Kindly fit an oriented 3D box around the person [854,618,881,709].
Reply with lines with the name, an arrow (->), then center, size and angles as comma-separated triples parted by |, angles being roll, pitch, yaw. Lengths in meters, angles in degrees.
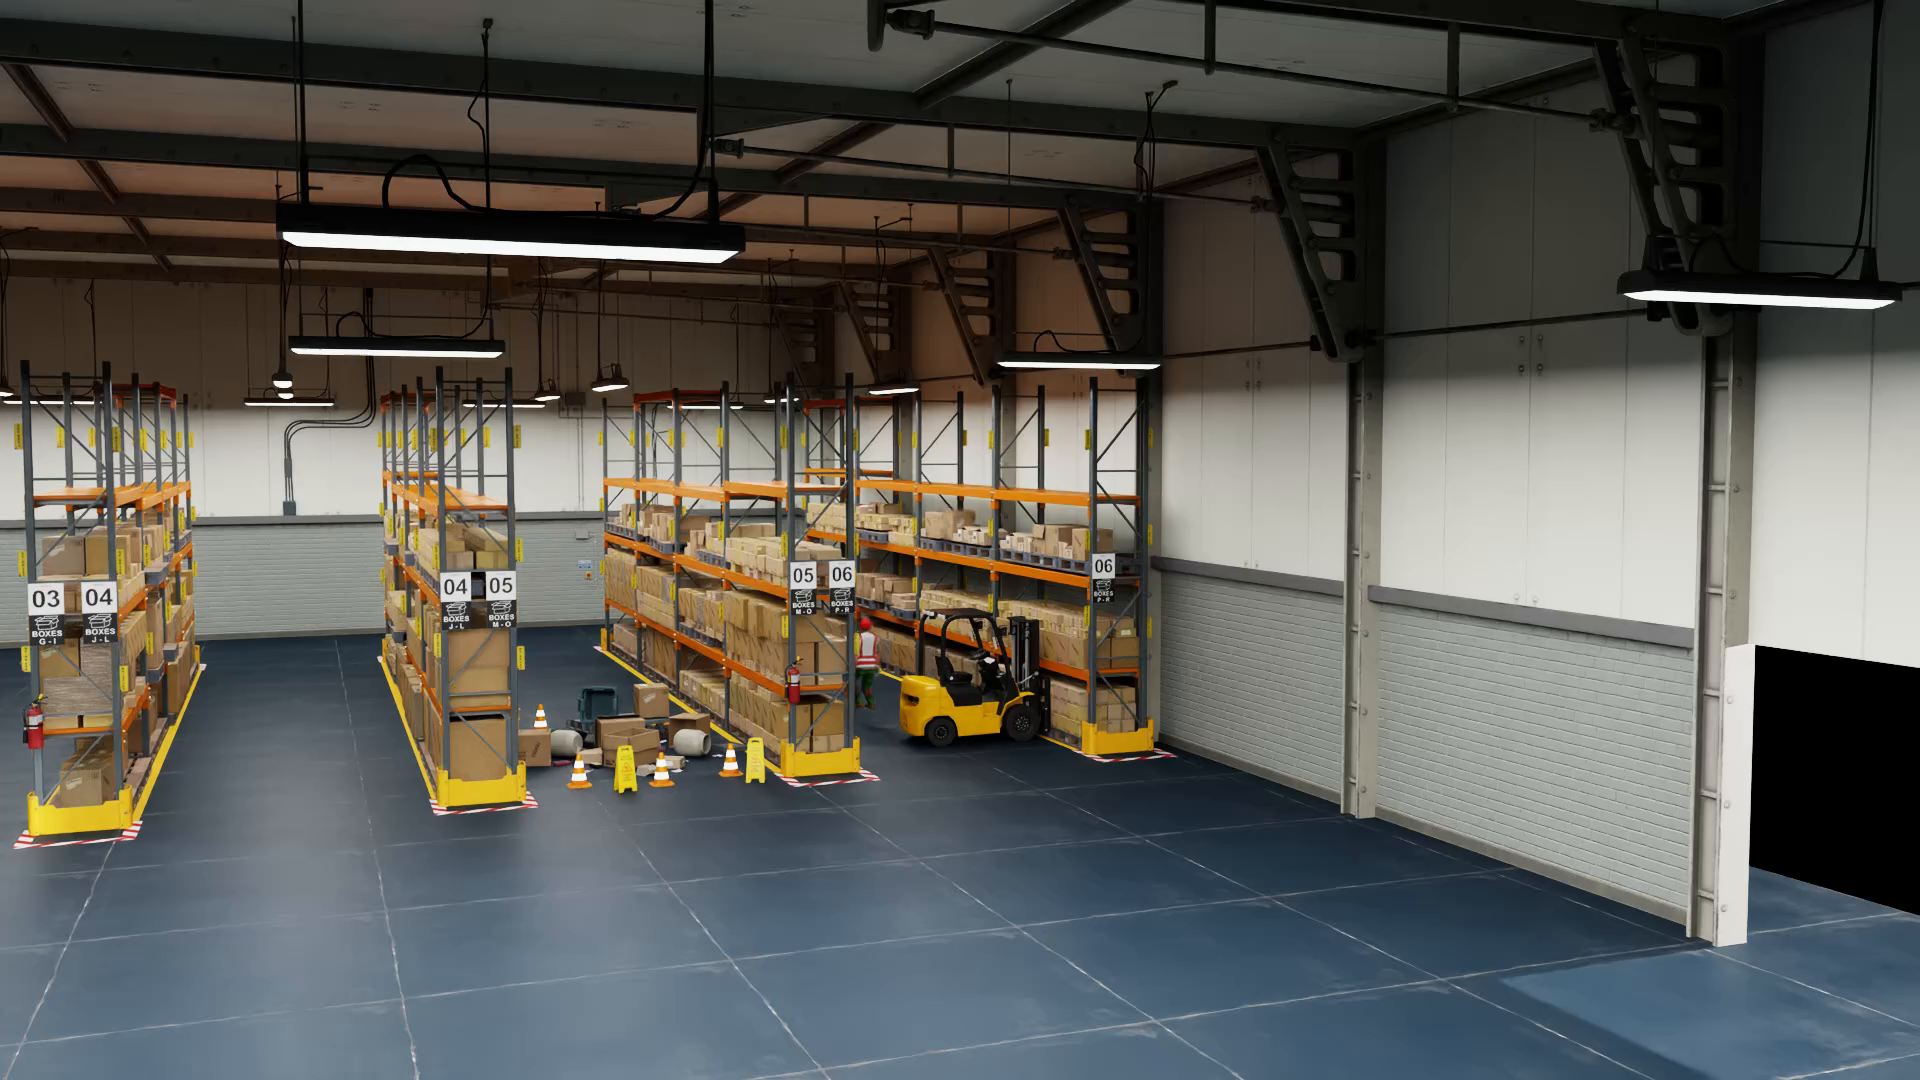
person -> -1.685, 2.195, 29.351 | 0.589, 1.641, 0.671 | -2, 4, -28
